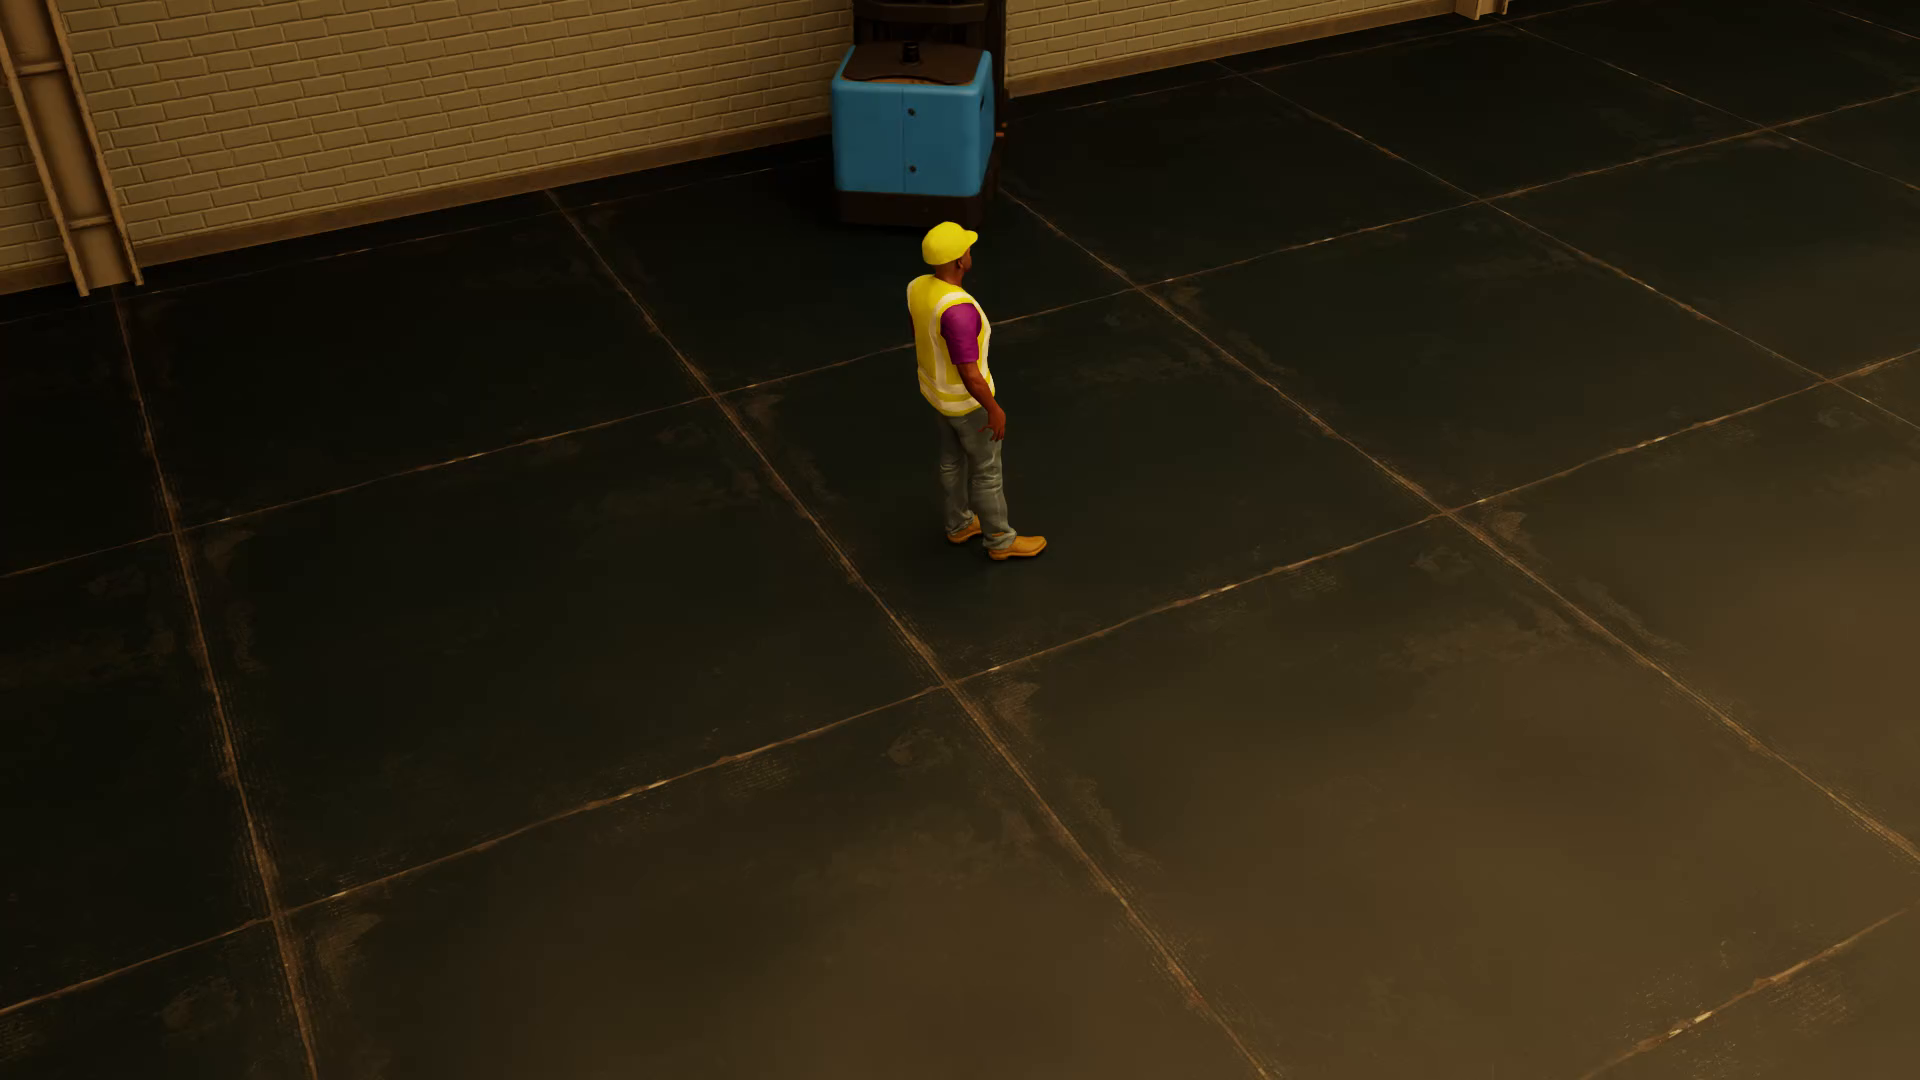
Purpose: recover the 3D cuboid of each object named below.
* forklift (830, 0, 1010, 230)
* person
[{"bbox_3d":[-0.201,-4.200,12.065,1.130,2.935,3.031,4,35,6],"label":"forklift"},{"bbox_3d":[0.064,-0.743,8.170,0.577,1.765,0.665,-17,39,-23],"label":"person"}]
